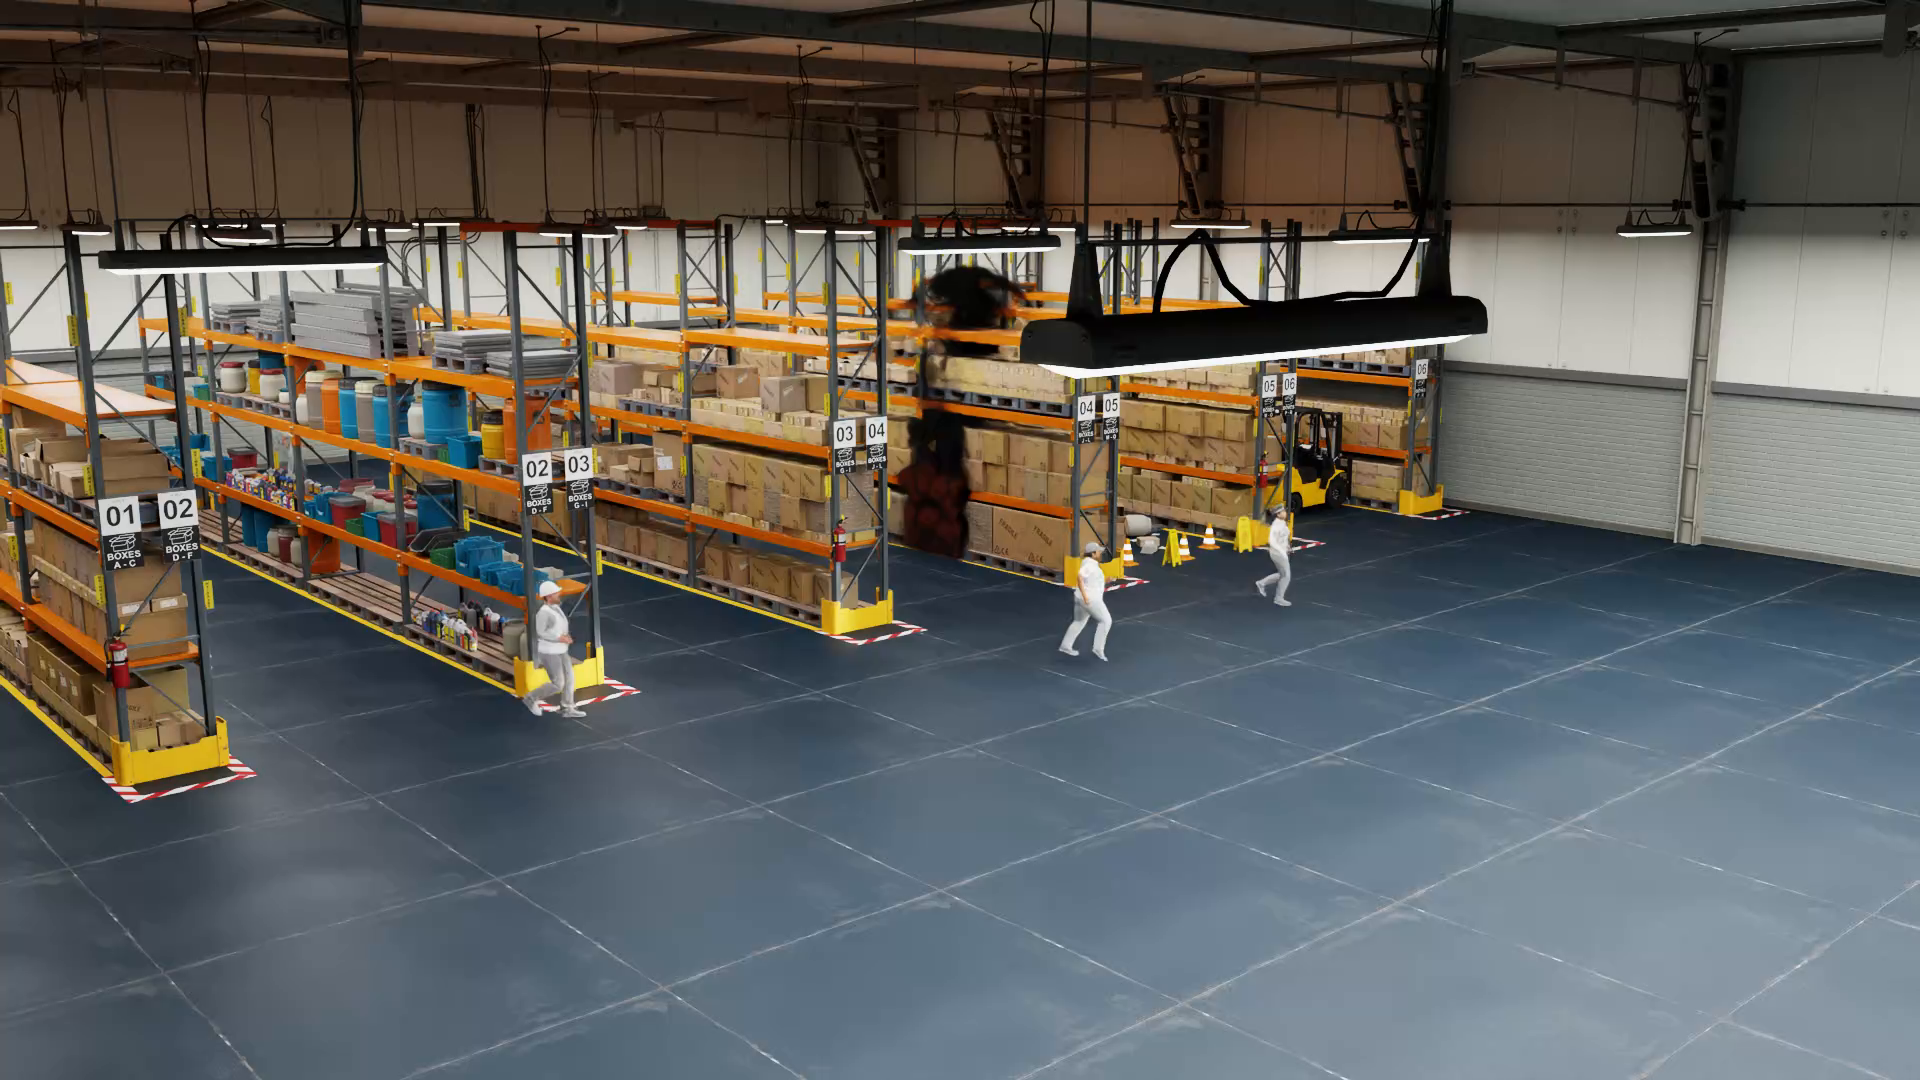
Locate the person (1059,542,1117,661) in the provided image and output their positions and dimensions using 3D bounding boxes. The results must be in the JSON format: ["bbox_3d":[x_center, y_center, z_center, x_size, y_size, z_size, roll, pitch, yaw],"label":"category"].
[{"bbox_3d":[1.808,0.878,23.362,0.821,1.724,0.570,-3,12,-13],"label":"person"}]

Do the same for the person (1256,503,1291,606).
[{"bbox_3d":[5.043,0.219,26.632,0.586,1.677,0.615,3,12,13],"label":"person"}]

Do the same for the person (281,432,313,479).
[{"bbox_3d":[-14.710,-1.838,36.689,0.967,1.668,0.539,-8,14,-33],"label":"person"}]

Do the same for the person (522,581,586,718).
[{"bbox_3d":[-5.063,1.371,20.652,0.765,1.756,0.683,1,11,3],"label":"person"}]
